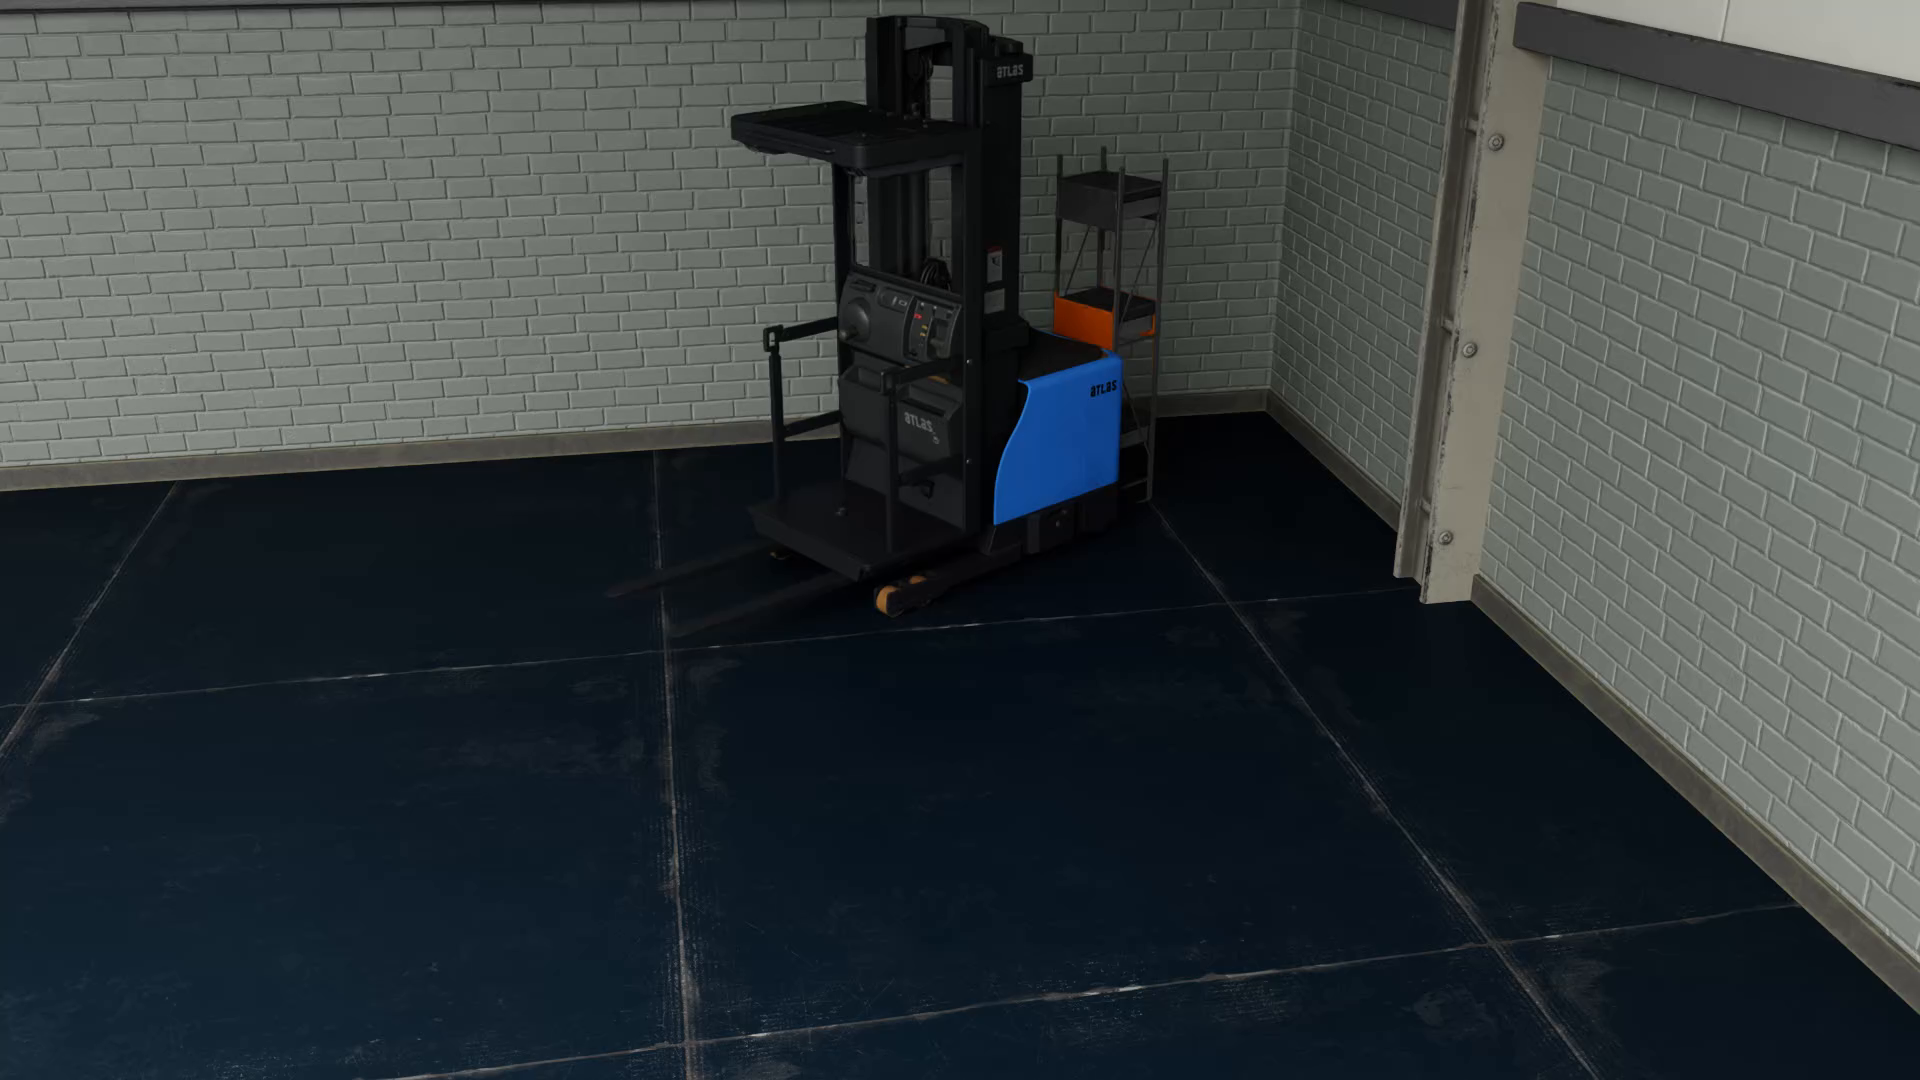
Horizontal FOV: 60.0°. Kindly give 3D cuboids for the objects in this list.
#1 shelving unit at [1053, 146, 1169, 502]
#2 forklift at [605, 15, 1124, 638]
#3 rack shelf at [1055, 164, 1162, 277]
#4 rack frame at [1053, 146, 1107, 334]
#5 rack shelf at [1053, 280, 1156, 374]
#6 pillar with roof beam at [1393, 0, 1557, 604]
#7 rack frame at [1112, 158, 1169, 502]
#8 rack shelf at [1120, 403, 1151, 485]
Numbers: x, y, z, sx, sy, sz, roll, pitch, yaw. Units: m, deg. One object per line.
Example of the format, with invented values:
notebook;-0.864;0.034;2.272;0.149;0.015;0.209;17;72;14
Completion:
shelving unit;0.876;-1.239;9.963;0.431;2.100;0.503;-20;30;-38
forklift;-0.482;-1.170;8.768;3.031;2.935;1.130;-20;30;-38
rack shelf;0.876;-1.868;9.689;0.431;0.518;0.480;-20;30;-38
rack frame;0.713;-1.312;10.130;0.400;2.100;0.015;-20;30;-38
rack shelf;0.876;-1.226;9.969;0.431;0.518;0.480;-20;30;-38
pillar with roof beam;-1.619;-3.550;6.635;9.100;9.000;0.400;-4;24;-10
rack frame;1.039;-1.166;9.797;0.400;2.100;0.015;-20;30;-38
rack shelf;0.876;-0.585;10.249;0.431;0.518;0.480;-20;30;-38
